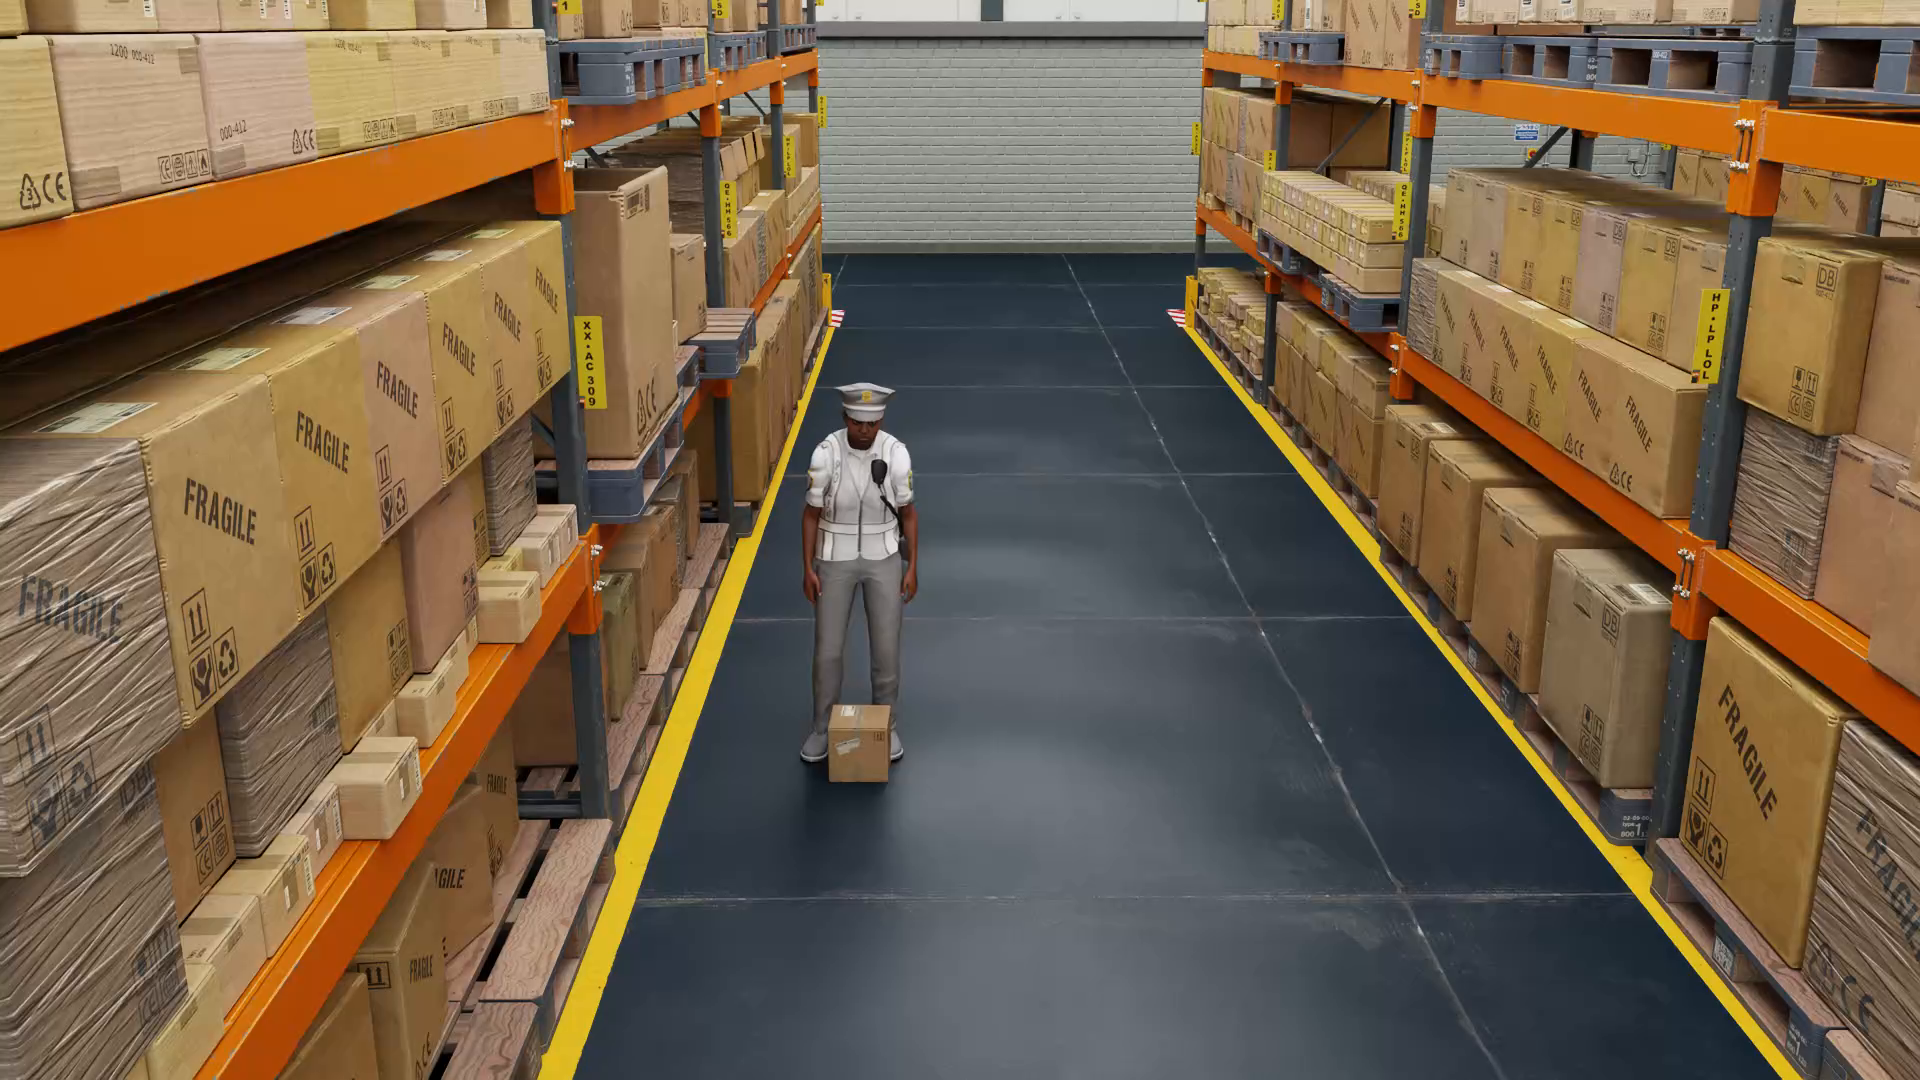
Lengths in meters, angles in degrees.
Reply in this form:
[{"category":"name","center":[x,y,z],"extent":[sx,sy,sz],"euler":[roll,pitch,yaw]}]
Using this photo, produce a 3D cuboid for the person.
[{"category":"person","center":[-0.437,0.138,7.100],"extent":[0.530,1.660,0.323],"euler":[-1,17,-4]}]
